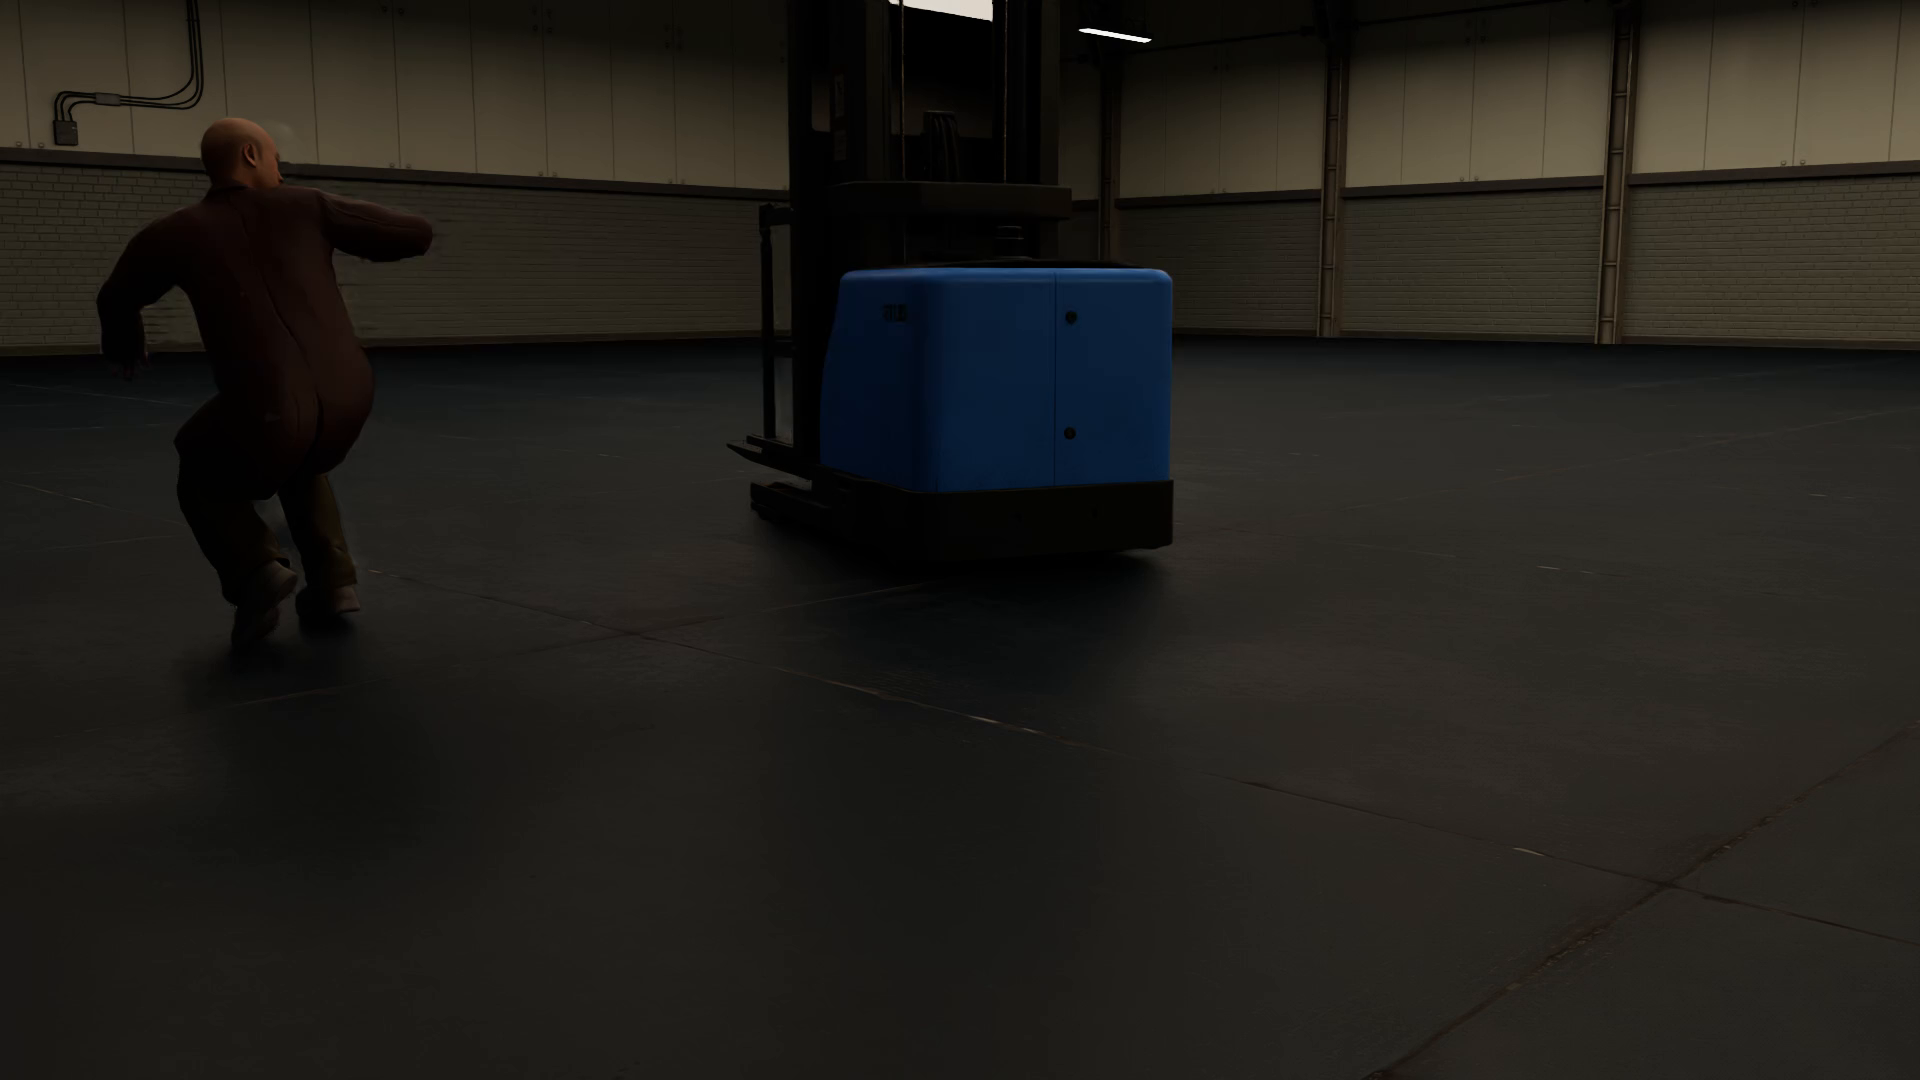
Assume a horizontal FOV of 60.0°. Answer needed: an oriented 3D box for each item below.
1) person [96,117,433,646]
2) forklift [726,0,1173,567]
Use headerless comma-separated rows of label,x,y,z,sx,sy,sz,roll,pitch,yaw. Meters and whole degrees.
person,-2.062,-0.472,4.946,0.844,1.501,0.992,-7,11,-37
forklift,-0.273,-1.534,7.062,1.130,2.935,3.031,-4,9,-23
